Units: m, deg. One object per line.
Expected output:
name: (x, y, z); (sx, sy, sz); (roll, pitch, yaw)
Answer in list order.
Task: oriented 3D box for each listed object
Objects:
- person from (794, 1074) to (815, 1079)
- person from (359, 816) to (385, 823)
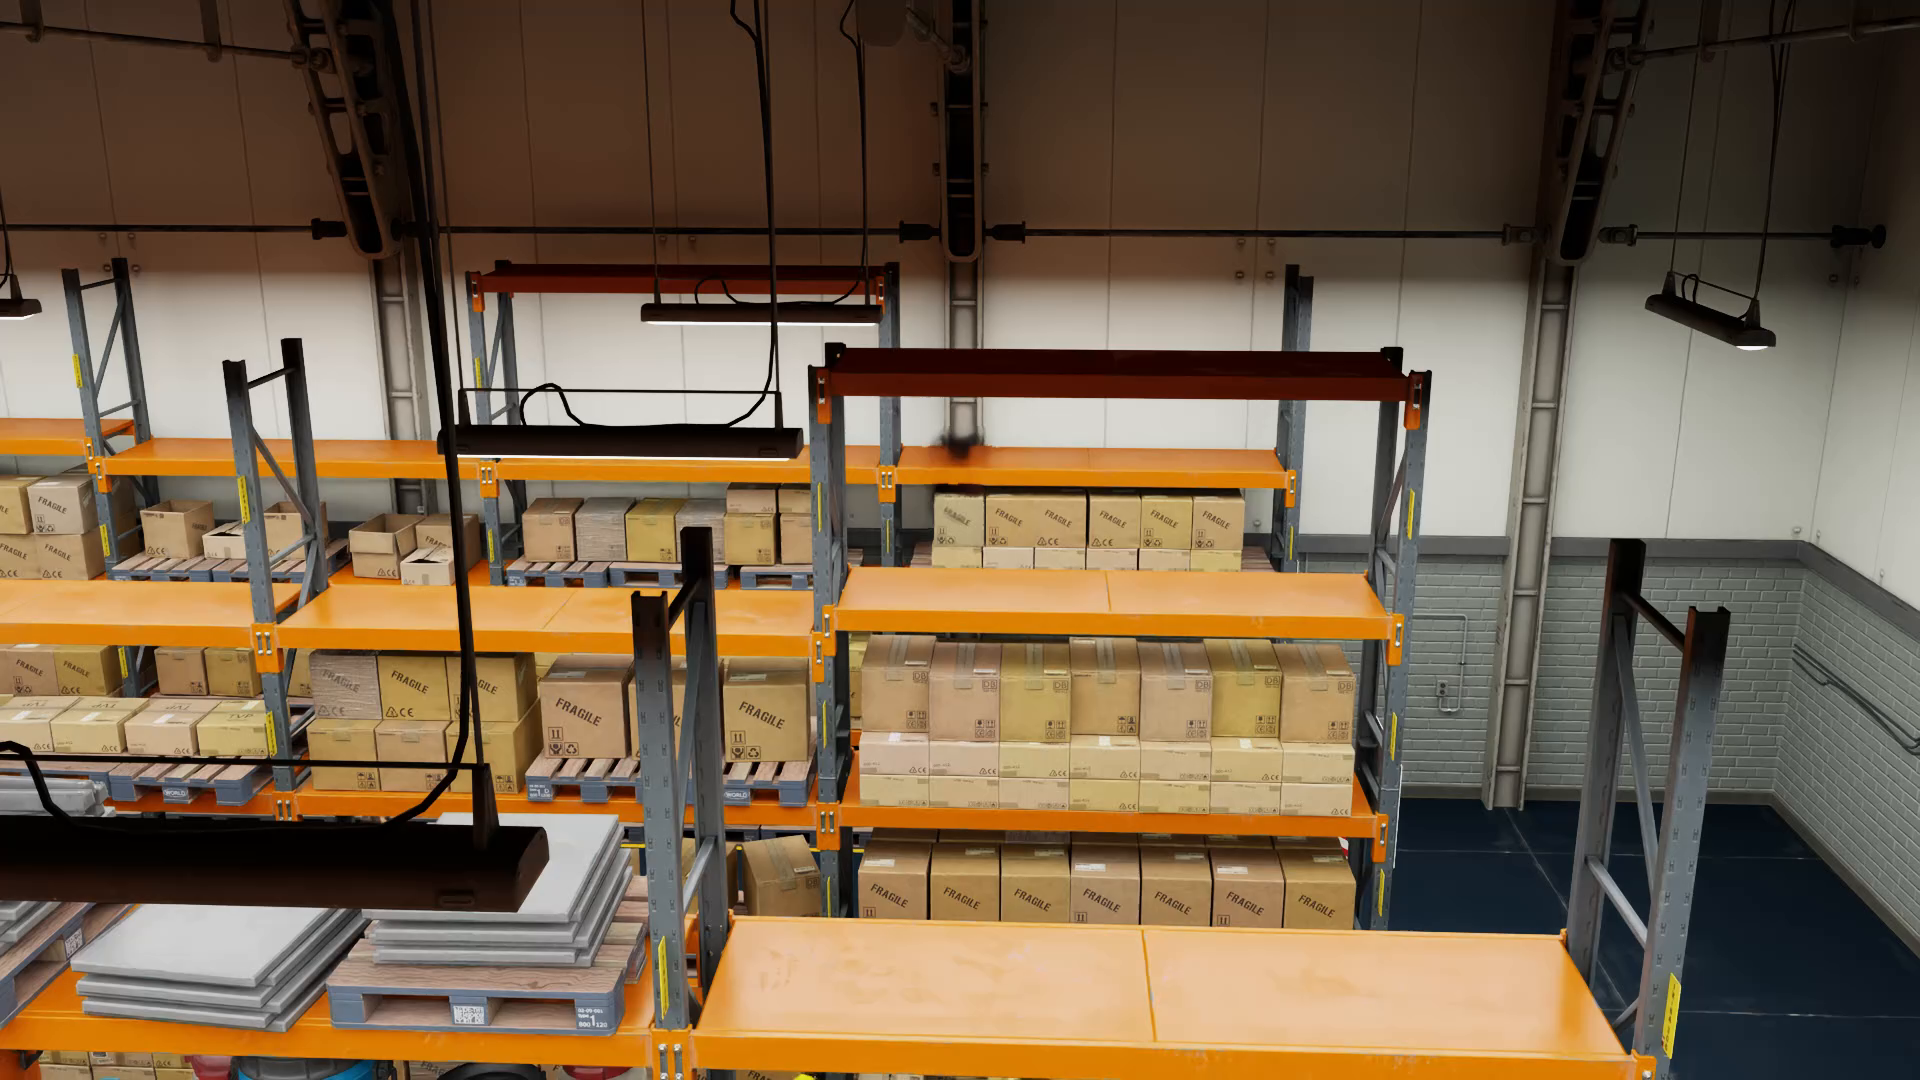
person: (-1.017, 4.229, 10.882); (0.643, 1.759, 0.504); (7, 18, 23)
person: (-5.038, 3.175, 14.713); (0.461, 1.704, 0.466); (-10, 19, -30)
